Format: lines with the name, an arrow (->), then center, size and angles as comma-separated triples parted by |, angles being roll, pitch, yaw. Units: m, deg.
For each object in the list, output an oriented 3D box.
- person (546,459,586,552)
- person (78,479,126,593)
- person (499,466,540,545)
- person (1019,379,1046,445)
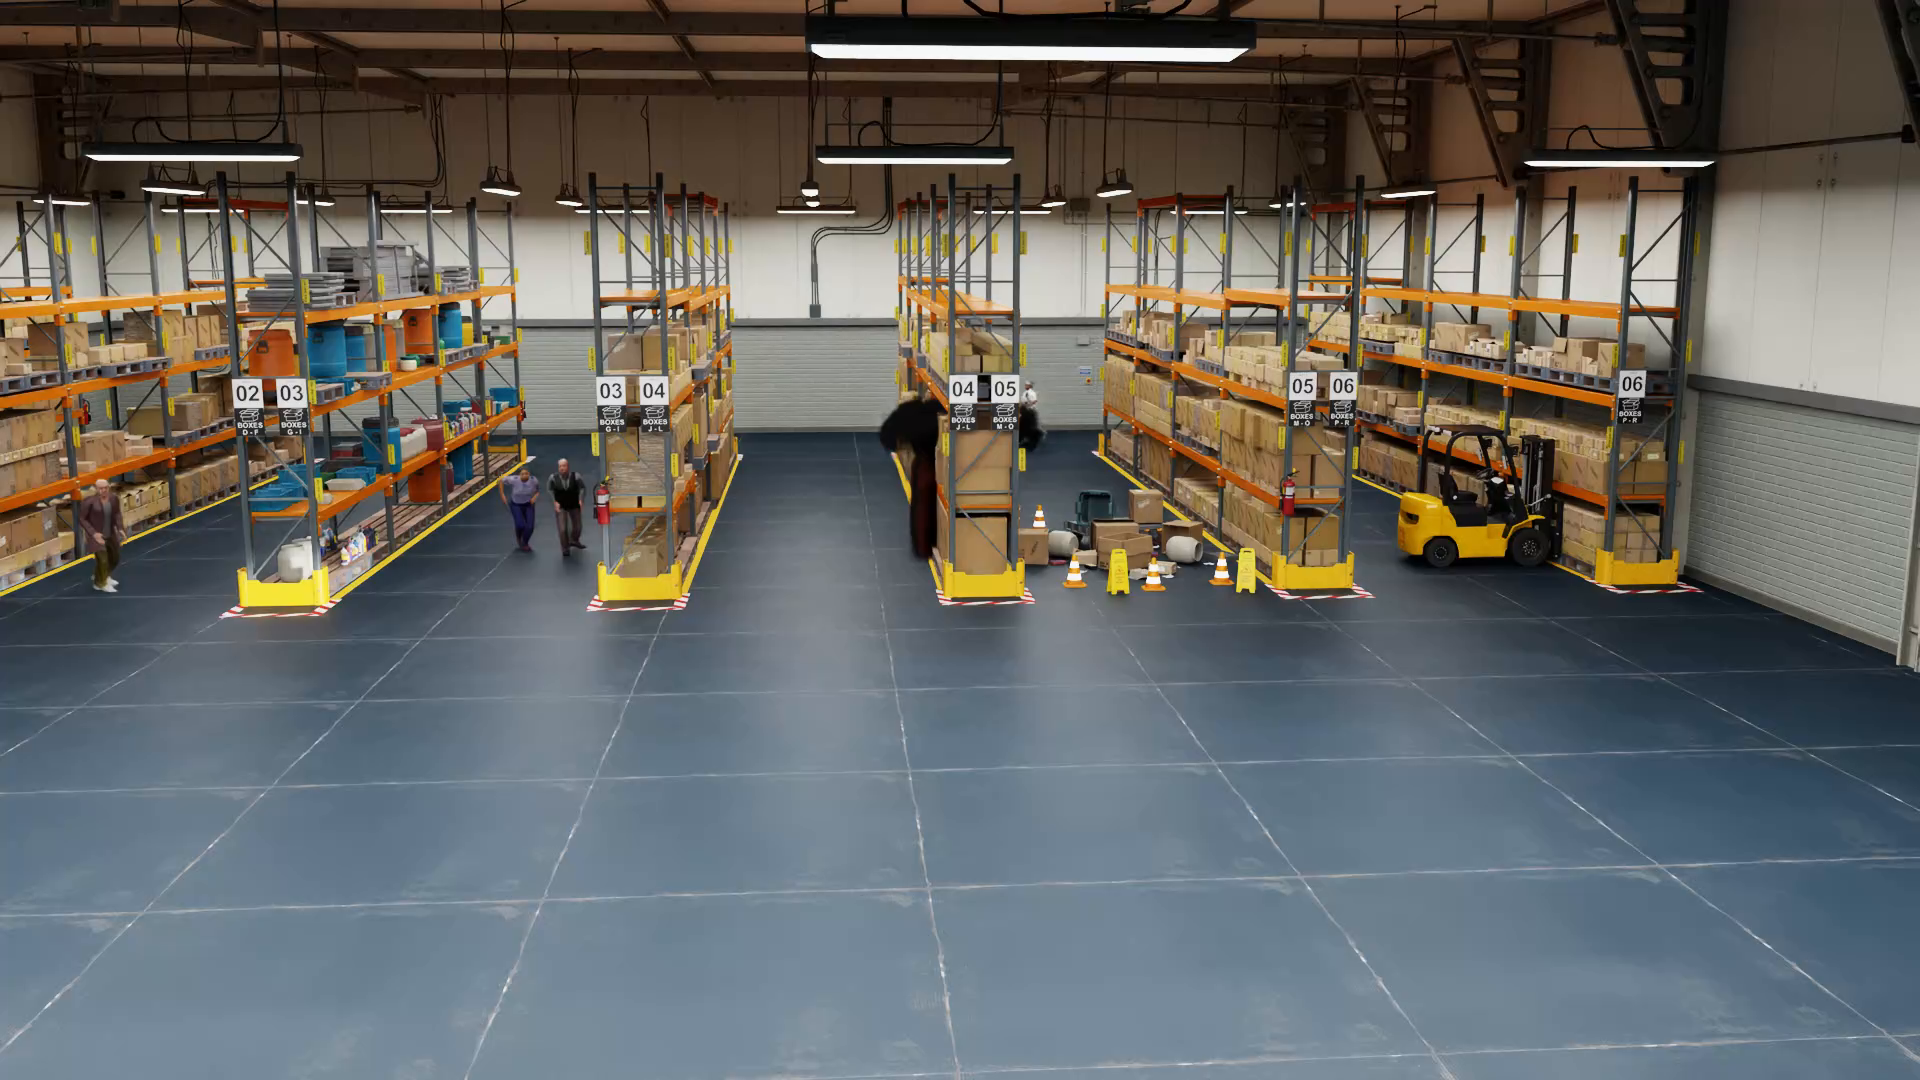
person -> -6.421, -0.574, 27.113 | 0.632, 1.574, 0.786 | -4, 11, -21
person -> -12.565, -0.065, 24.220 | 0.778, 1.712, 0.678 | 5, 11, 27
person -> -7.248, -0.549, 27.413 | 0.642, 1.412, 0.792 | -4, 11, -22
person -> 1.794, -3.265, 42.331 | 0.782, 1.668, 0.584 | -5, 11, -25
